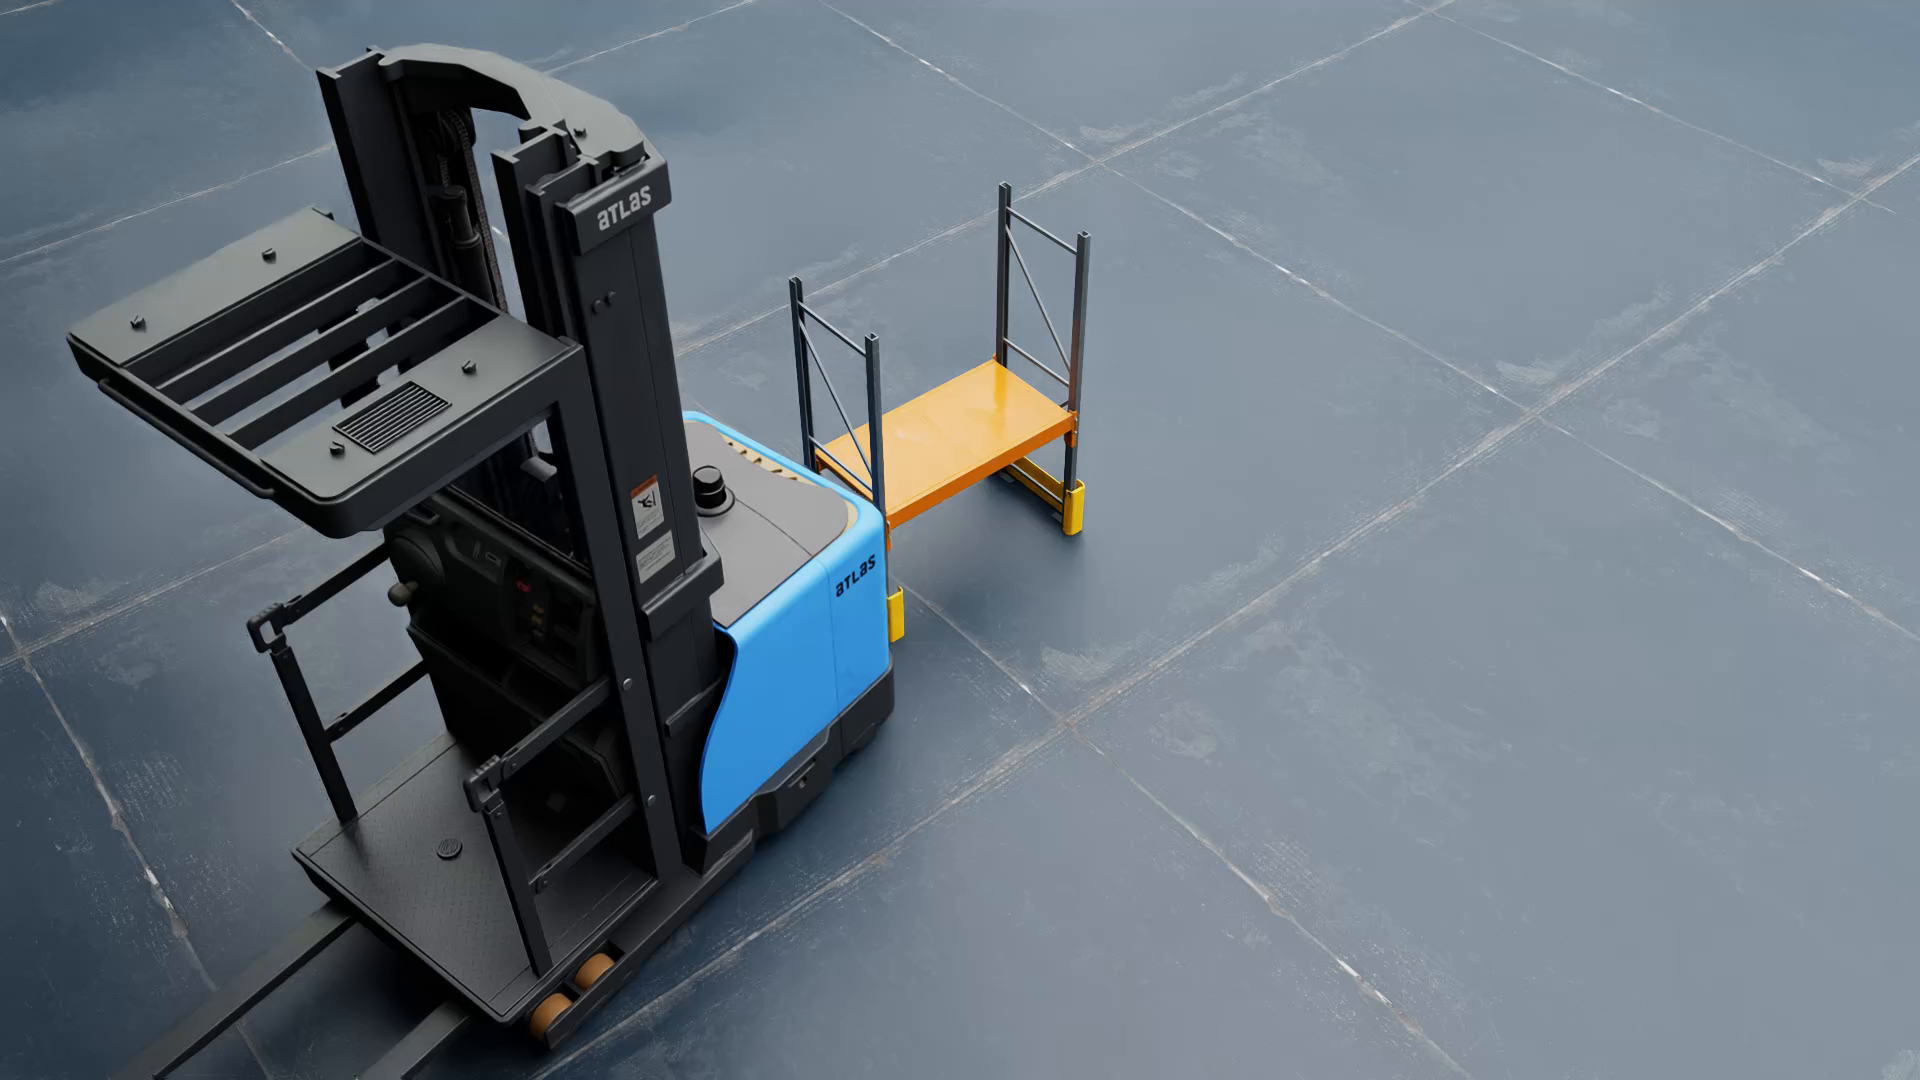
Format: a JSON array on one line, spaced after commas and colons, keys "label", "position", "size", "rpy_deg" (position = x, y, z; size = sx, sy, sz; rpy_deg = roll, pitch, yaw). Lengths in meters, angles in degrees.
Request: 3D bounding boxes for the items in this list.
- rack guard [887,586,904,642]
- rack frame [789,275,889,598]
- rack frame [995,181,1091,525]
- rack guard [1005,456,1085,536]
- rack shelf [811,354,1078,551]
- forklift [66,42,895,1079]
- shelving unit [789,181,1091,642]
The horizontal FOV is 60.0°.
[{"label": "rack guard", "position": [-0.440, 0.161, 6.896], "size": [0.087, 0.250, 0.587], "rpy_deg": [-30, 51, -28]}, {"label": "rack frame", "position": [-0.455, -0.286, 6.459], "size": [0.032, 1.500, 0.500], "rpy_deg": [-30, 51, -28]}, {"label": "rack frame", "position": [0.324, -0.733, 6.934], "size": [0.032, 1.500, 0.500], "rpy_deg": [-30, 51, -28]}, {"label": "rack guard", "position": [0.324, -0.276, 7.362], "size": [0.087, 0.250, 0.587], "rpy_deg": [-30, 51, -28]}, {"label": "rack shelf", "position": [-0.065, -0.378, 6.820], "size": [1.000, 0.185, 0.538], "rpy_deg": [-30, 51, -28]}, {"label": "forklift", "position": [-1.551, 0.206, 4.890], "size": [1.130, 2.935, 3.031], "rpy_deg": [28, 50, 26]}, {"label": "shelving unit", "position": [-0.058, -0.513, 6.701], "size": [1.083, 1.500, 0.587], "rpy_deg": [-30, 51, -28]}]
